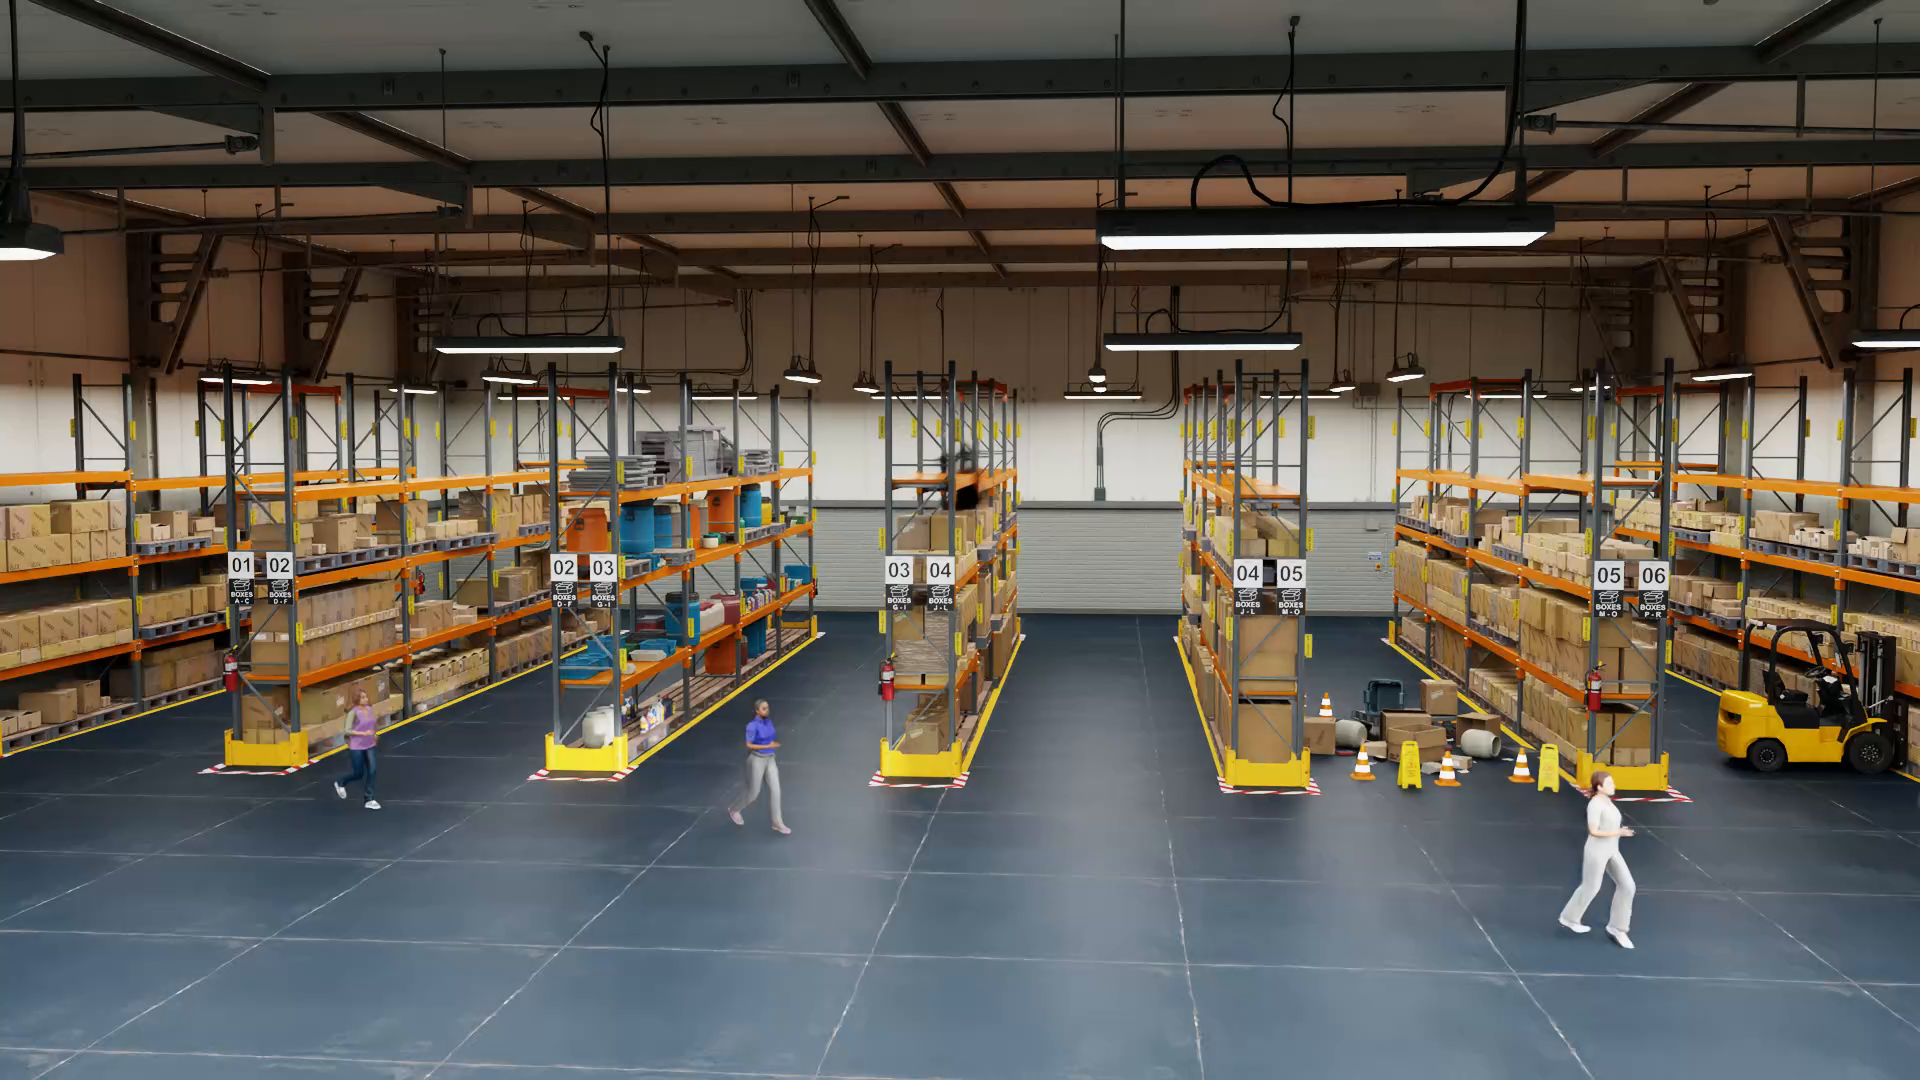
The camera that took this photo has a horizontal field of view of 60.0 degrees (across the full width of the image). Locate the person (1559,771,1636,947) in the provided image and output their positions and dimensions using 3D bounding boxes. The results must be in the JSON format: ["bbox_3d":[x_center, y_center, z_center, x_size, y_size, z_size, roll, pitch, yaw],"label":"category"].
[{"bbox_3d":[6.245,3.104,16.250,0.547,1.727,0.765,-3,5,-42],"label":"person"}]

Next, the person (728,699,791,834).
[{"bbox_3d":[-2.482,2.793,20.714,0.938,1.640,0.594,3,5,35],"label":"person"}]

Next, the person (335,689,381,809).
[{"bbox_3d":[-7.962,2.755,22.052,0.763,1.566,0.541,2,4,27],"label":"person"}]
